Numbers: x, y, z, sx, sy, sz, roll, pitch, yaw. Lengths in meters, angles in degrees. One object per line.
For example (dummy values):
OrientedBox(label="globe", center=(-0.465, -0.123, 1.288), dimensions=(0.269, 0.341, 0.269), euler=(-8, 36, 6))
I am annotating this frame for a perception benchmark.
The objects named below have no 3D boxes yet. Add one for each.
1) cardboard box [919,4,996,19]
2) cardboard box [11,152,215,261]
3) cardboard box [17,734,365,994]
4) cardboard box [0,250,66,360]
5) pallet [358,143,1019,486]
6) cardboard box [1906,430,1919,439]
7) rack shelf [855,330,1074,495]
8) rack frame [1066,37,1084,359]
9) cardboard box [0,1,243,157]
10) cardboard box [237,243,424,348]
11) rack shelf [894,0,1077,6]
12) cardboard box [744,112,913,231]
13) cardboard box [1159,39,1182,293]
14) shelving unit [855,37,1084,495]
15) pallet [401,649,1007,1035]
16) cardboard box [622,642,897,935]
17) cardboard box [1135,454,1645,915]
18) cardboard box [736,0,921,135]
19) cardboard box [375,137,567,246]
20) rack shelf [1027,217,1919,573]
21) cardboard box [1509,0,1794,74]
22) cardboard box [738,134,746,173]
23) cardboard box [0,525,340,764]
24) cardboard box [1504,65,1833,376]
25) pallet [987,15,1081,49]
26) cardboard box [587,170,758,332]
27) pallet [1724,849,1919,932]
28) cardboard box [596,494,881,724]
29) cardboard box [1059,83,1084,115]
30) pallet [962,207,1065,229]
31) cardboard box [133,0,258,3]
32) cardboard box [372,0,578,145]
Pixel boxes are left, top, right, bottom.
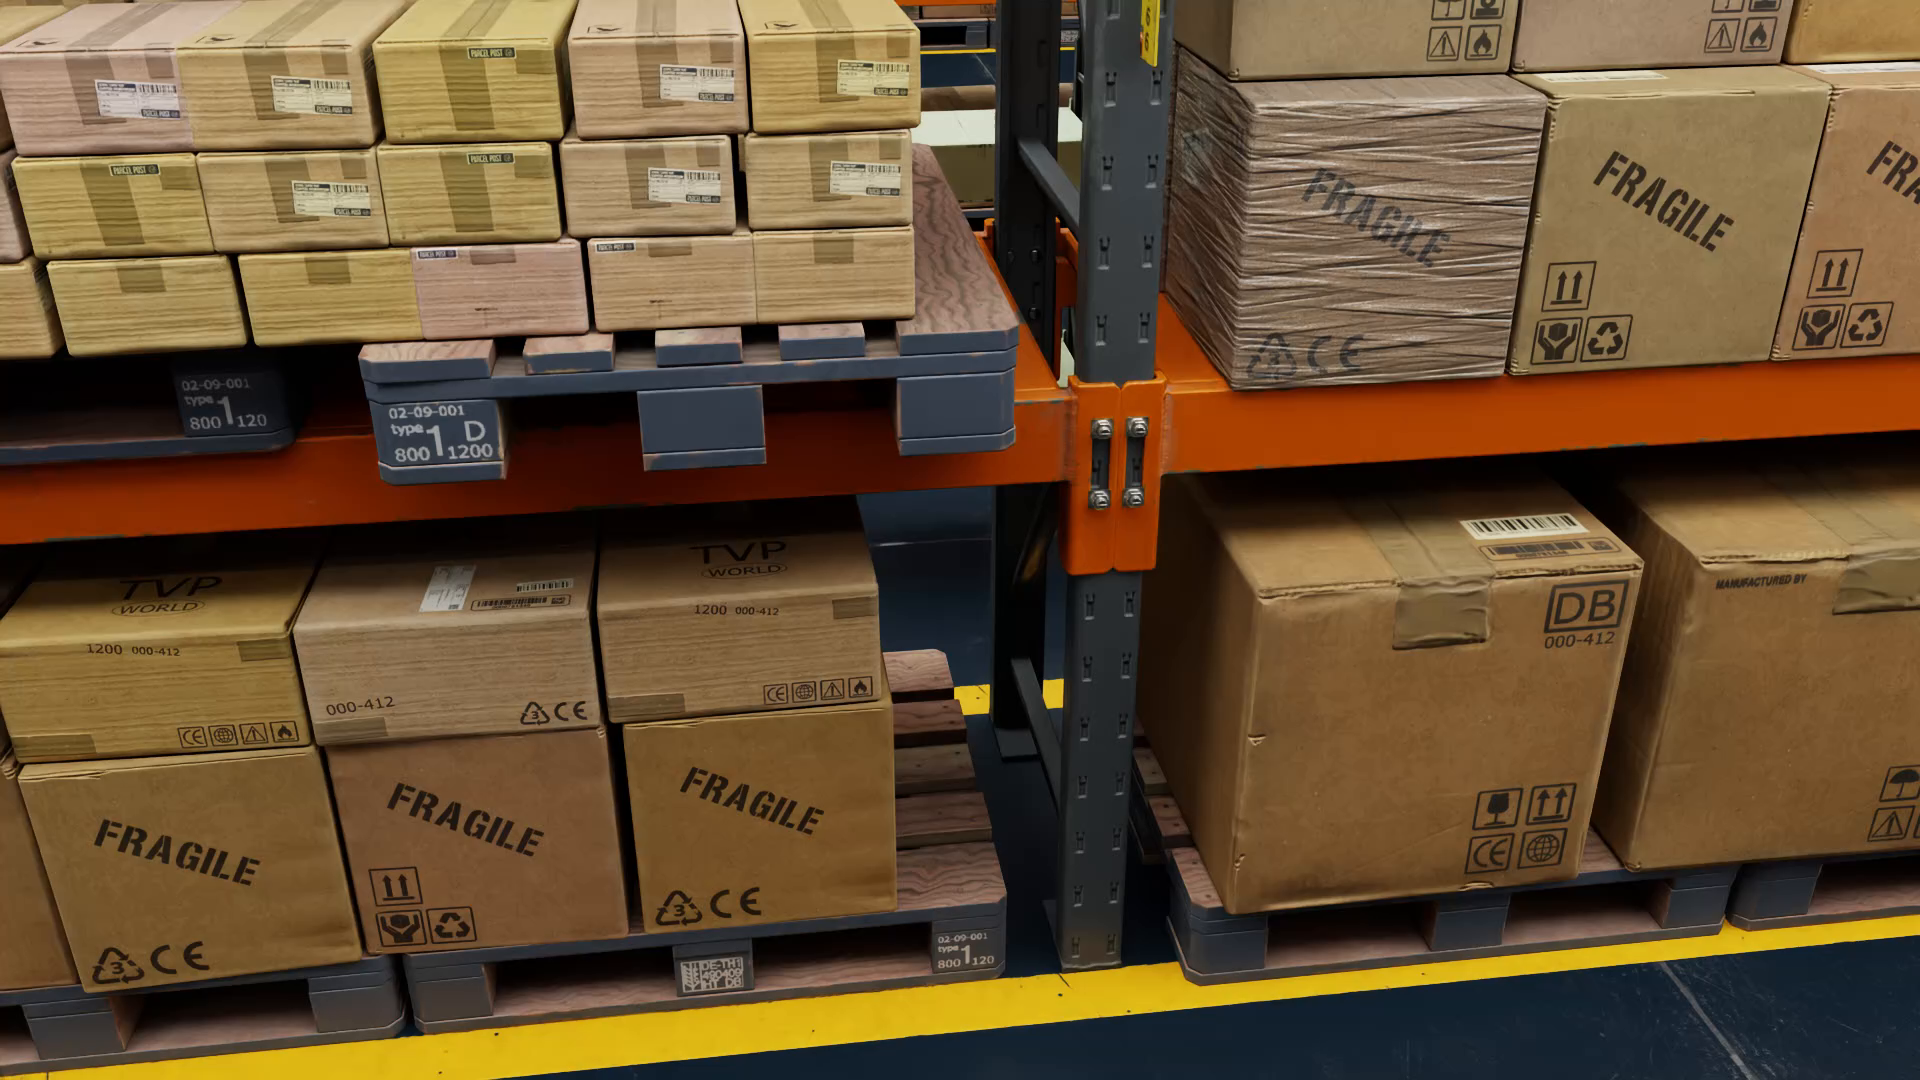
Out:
OrientedBox(label="cardboard box", center=(-0.012, -4.340, 12.564), dimensions=(0.625, 0.625, 0.875), euler=(-3, 27, -5))
OrientedBox(label="cardboard box", center=(-1.237, -0.560, 2.546), dimensions=(0.250, 0.149, 0.380), euler=(-4, 27, -7))
OrientedBox(label="cardboard box", center=(-1.444, 0.501, 3.265), dimensions=(0.500, 0.500, 0.500), euler=(-5, 28, -9))
OrientedBox(label="cardboard box", center=(-1.488, -0.413, 2.584), dimensions=(0.250, 0.149, 0.380), euler=(-3, 27, -6))
OrientedBox(label="pallet", center=(-0.483, -0.477, 3.105), dimensions=(1.003, 0.211, 1.213), euler=(-4, 27, -7))
OrientedBox(label="cardboard box", center=(2.610, 0.043, 3.884), dimensions=(0.750, 0.750, 1.050), euler=(-4, 27, -7))
OrientedBox(label="rack shelf", center=(0.007, -0.378, 5.057), dimensions=(0.720, 0.370, 0.431), euler=(-4, 27, -7))
OrientedBox(label="rack frame", center=(0.369, -0.691, 4.954), dimensions=(0.023, 1.500, 0.400), euler=(-4, 27, -7))
OrientedBox(label="cardboard box", center=(-1.226, -0.695, 2.482), dimensions=(0.250, 0.149, 0.380), euler=(-4, 27, -7))
OrientedBox(label="cardboard box", center=(-0.965, -0.446, 2.650), dimensions=(0.250, 0.149, 0.380), euler=(-4, 27, -8))
OrientedBox(label="rack shelf", center=(1.398, -2.695, 8.004), dimensions=(4.000, 0.370, 1.077), euler=(-4, 27, -7))
OrientedBox(label="cardboard box", center=(-0.218, -0.626, 2.674), dimensions=(0.250, 0.149, 0.380), euler=(-3, 27, -6))
OrientedBox(label="cardboard box", center=(0.616, -0.851, 3.513), dimensions=(0.500, 0.500, 0.500), euler=(-4, 27, -7))
OrientedBox(label="shelving unit", center=(0.007, -0.668, 4.908), dimensions=(0.755, 1.500, 0.431), euler=(-4, 27, -7))
OrientedBox(label="pallet", center=(-0.567, 0.633, 3.784), dimensions=(1.213, 0.211, 1.003), euler=(-4, 27, -7))
OrientedBox(label="cardboard box", center=(-0.408, 0.429, 3.406), dimensions=(0.500, 0.500, 0.500), euler=(-4, 27, -7))
OrientedBox(label="cardboard box", center=(0.823, 0.160, 3.657), dimensions=(0.750, 0.750, 1.050), euler=(-4, 27, -8))
OrientedBox(label="cardboard box", center=(-0.214, -0.758, 2.604), dimensions=(0.250, 0.149, 0.380), euler=(-5, 28, -9))
OrientedBox(label="cardboard box", center=(-0.743, -0.591, 2.605), dimensions=(0.250, 0.149, 0.380), euler=(-3, 27, -6))
OrientedBox(label="rack shelf", center=(2.188, -0.463, 3.655), dimensions=(4.000, 0.370, 1.077), euler=(-4, 27, -7))
OrientedBox(label="cardboard box", center=(1.154, -1.202, 3.103), dimensions=(0.500, 0.500, 0.700), euler=(-4, 27, -8))
OrientedBox(label="cardboard box", center=(-0.529, -0.777, 3.294), dimensions=(0.250, 0.149, 0.380), euler=(-2, 27, -5))
OrientedBox(label="cardboard box", center=(-1.437, 0.160, 3.110), dimensions=(0.500, 0.250, 0.500), euler=(-3, 27, -6))
OrientedBox(label="cardboard box", center=(1.193, -0.641, 3.104), dimensions=(0.500, 0.500, 0.500), euler=(-4, 27, -8))
OrientedBox(label="pallet", center=(0.749, -4.001, 12.817), dimensions=(1.213, 0.211, 1.003), euler=(-4, 27, -7))
OrientedBox(label="cardboard box", center=(-0.463, -0.477, 2.709), dimensions=(0.250, 0.149, 0.380), euler=(-4, 27, -7))
OrientedBox(label="pallet", center=(2.204, 0.492, 4.059), dimensions=(1.213, 0.211, 1.003), euler=(-4, 27, -7))
OrientedBox(label="cardboard box", center=(-0.433, 0.097, 3.231), dimensions=(0.500, 0.250, 0.500), euler=(-4, 27, -8))
OrientedBox(label="cardboard box", center=(0.708, -1.987, 8.256), dimensions=(0.625, 0.372, 0.950), euler=(-4, 27, -8))
OrientedBox(label="pallet", center=(0.192, -1.696, 8.324), dimensions=(1.213, 0.211, 1.003), euler=(-4, 27, -7))
OrientedBox(label="cardboard box", center=(-1.316, -0.988, 3.053), dimensions=(0.250, 0.149, 0.380), euler=(-2, 27, -5))
OrientedBox(label="cardboard box", center=(-0.722, -0.726, 2.543), dimensions=(0.250, 0.149, 0.380), euler=(-3, 27, -6))
